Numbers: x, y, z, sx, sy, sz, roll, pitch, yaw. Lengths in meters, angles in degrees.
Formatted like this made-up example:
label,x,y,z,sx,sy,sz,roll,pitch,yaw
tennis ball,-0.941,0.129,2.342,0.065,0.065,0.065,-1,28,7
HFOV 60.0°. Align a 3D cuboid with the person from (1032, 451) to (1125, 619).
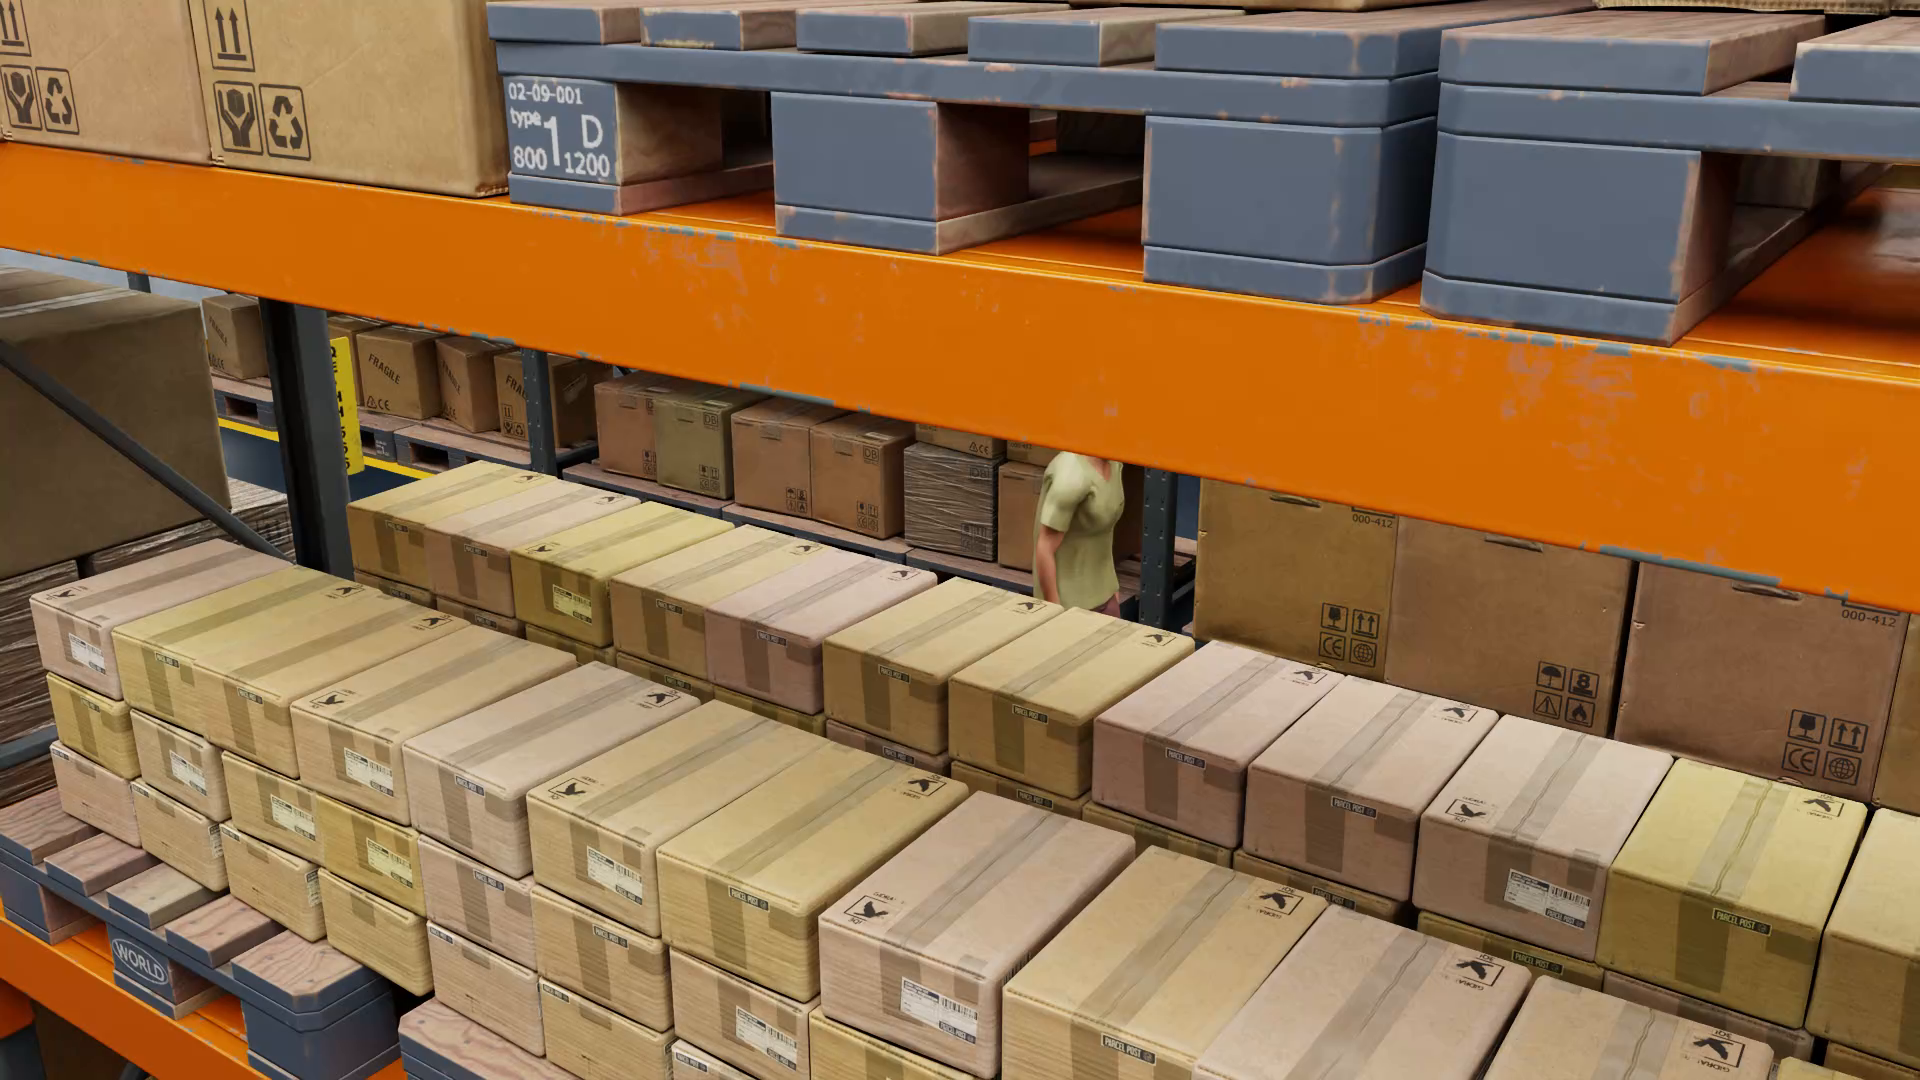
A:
label,x,y,z,sx,sy,sz,roll,pitch,yaw
person,0.472,0.235,5.928,0.417,1.671,0.519,11,23,29
